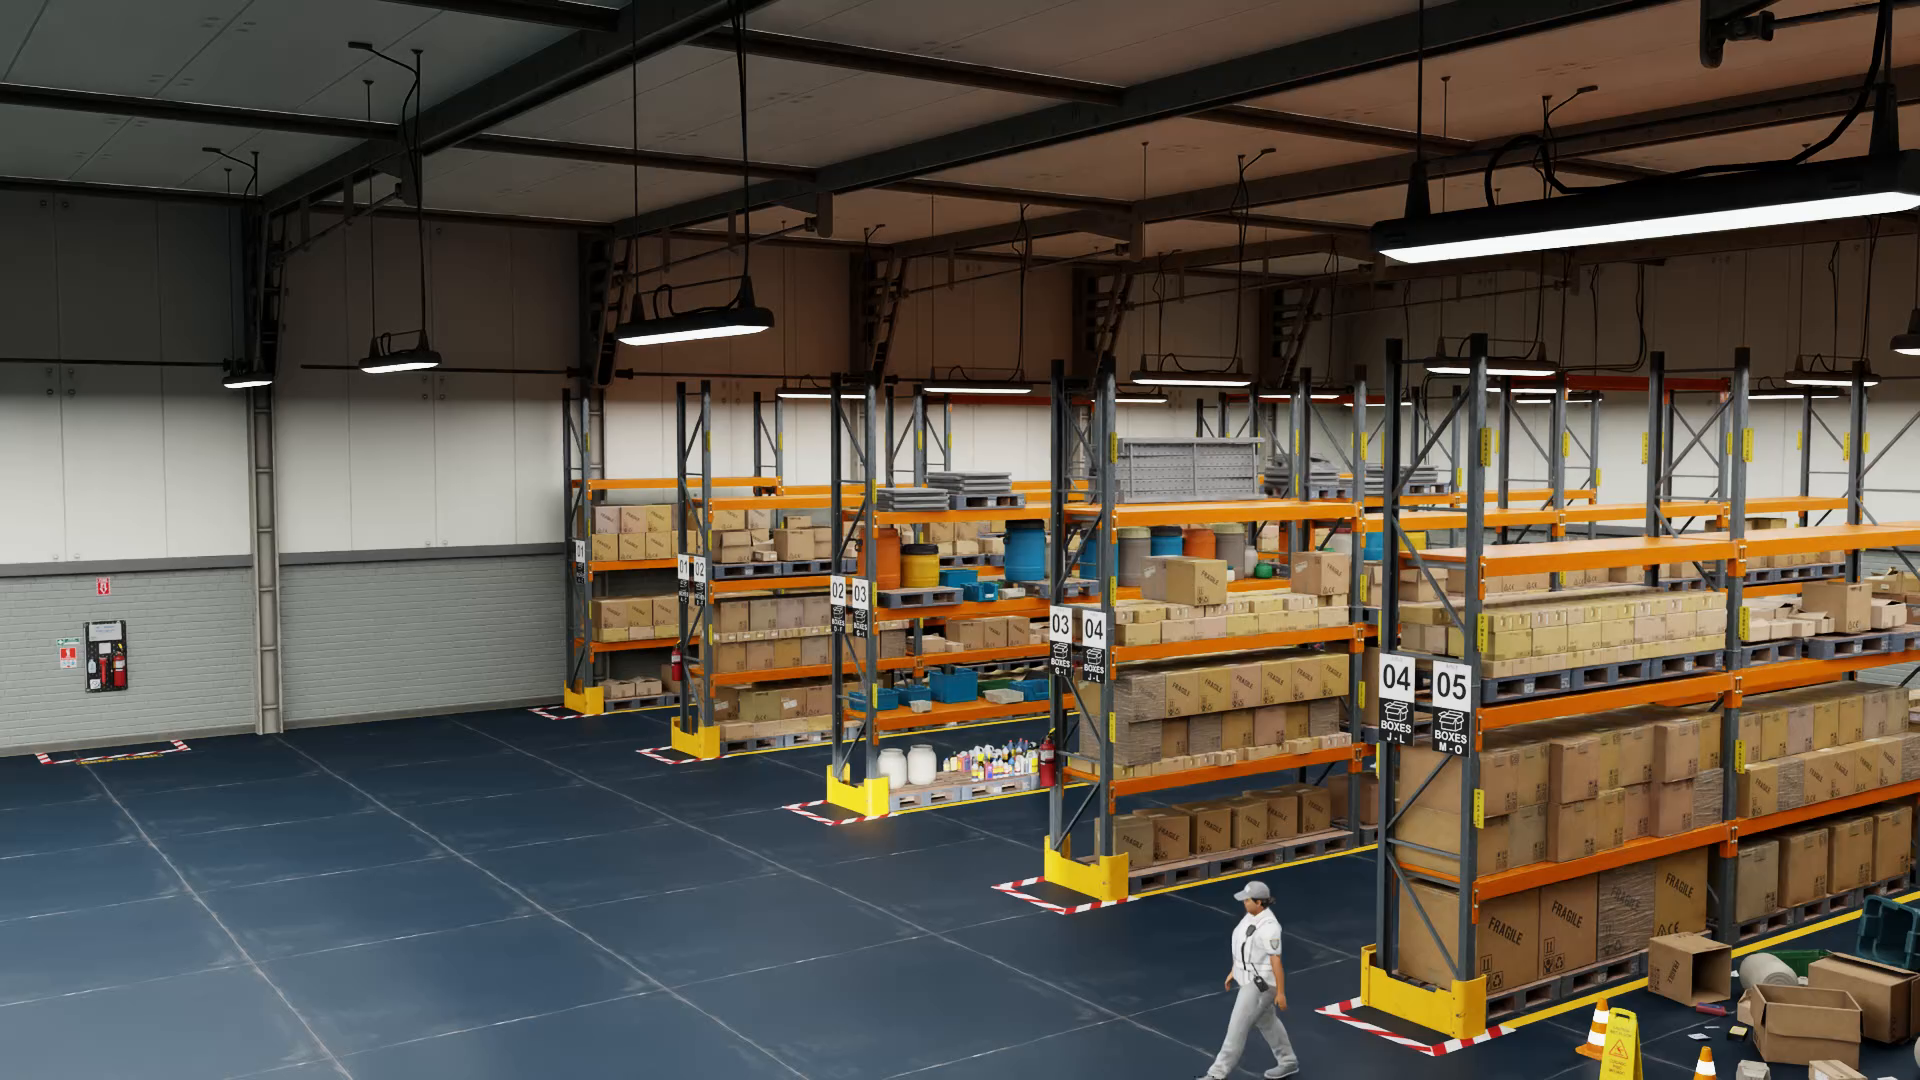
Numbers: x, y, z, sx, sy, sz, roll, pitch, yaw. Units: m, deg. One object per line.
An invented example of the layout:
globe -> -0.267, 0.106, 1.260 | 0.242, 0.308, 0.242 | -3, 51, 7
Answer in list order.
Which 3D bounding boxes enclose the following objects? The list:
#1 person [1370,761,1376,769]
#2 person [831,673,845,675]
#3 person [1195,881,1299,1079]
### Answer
person -> 6.719, 2.709, 25.593 | 0.948, 1.607, 0.441 | -3, 5, -38
person -> -2.393, 2.313, 30.978 | 0.478, 1.710, 0.579 | -2, 4, -24
person -> 2.250, 3.496, 13.153 | 0.963, 1.611, 0.534 | 0, 4, -6
